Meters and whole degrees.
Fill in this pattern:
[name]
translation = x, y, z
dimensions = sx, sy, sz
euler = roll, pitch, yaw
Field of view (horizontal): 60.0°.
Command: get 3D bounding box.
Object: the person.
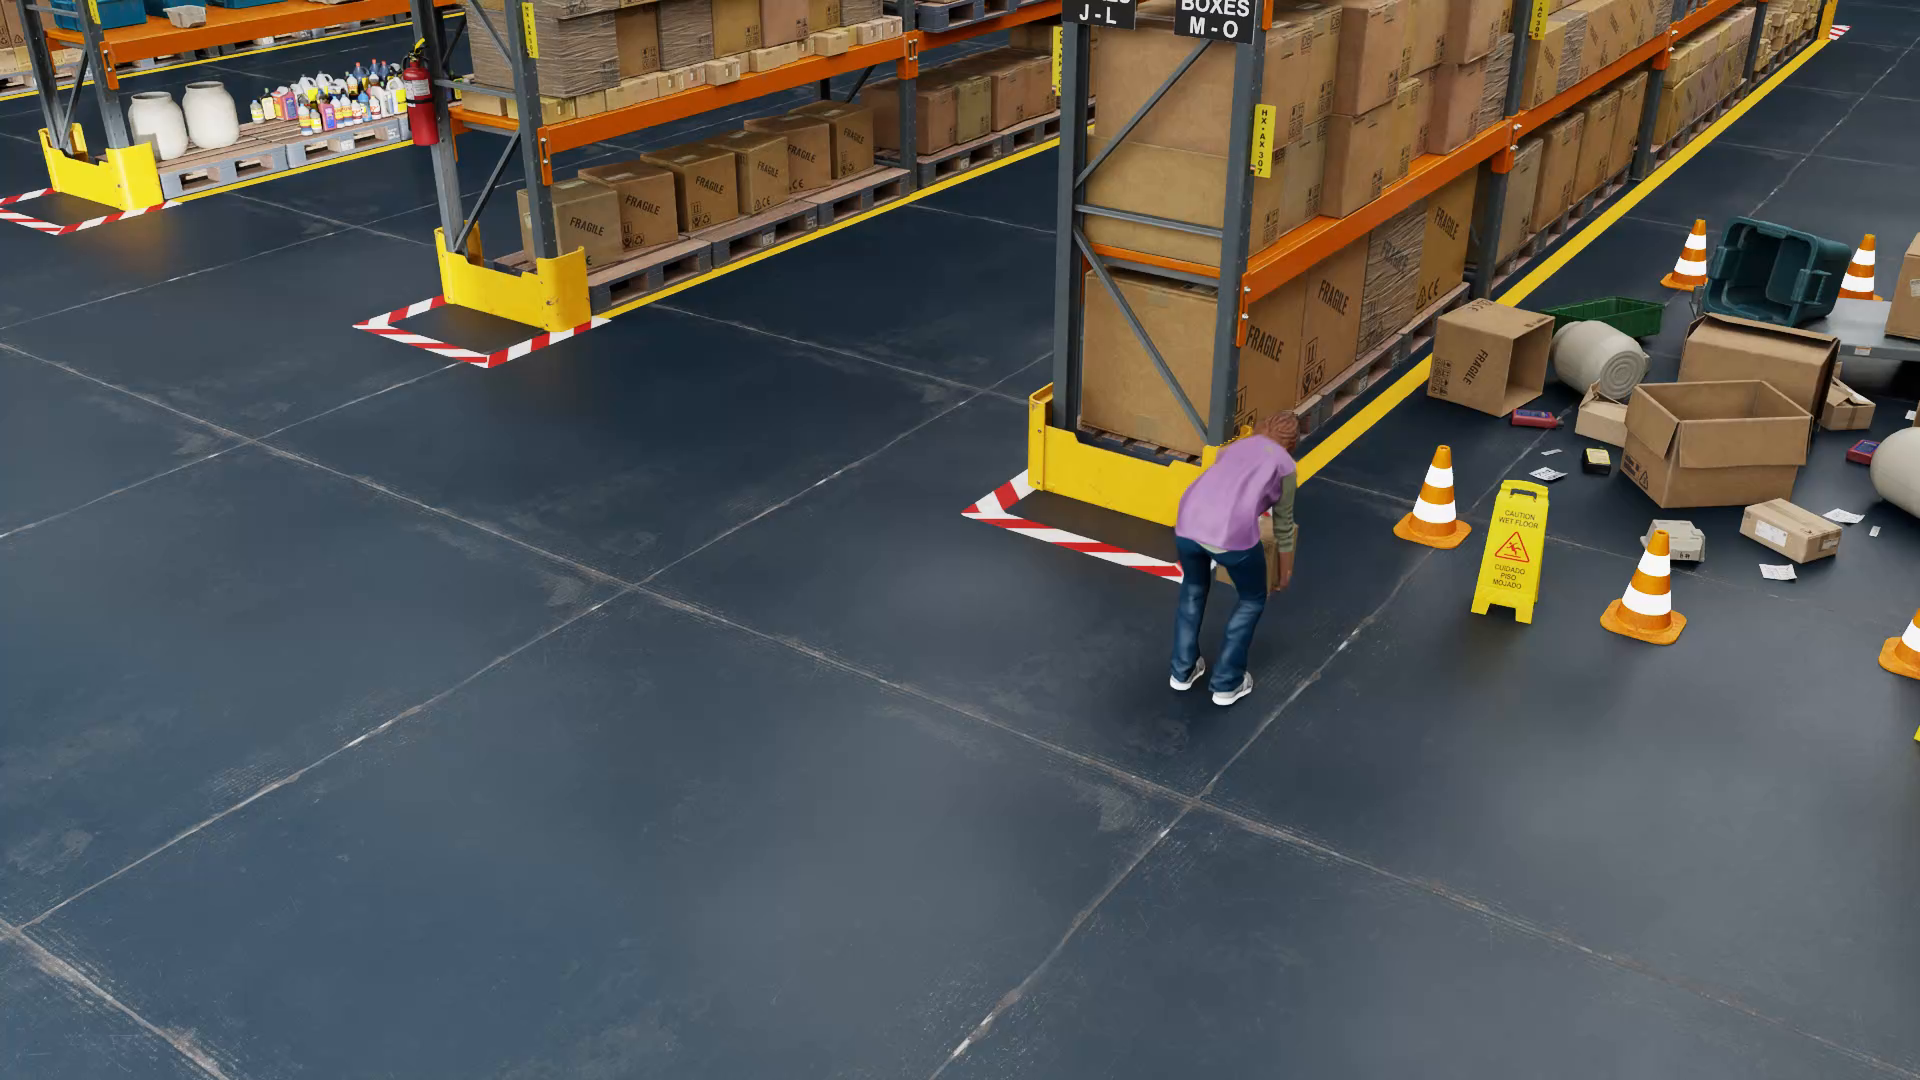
[person]
translation = 1.187, 0.072, 7.042
dimensions = 0.388, 1.094, 0.858
euler = 16, 32, 29
